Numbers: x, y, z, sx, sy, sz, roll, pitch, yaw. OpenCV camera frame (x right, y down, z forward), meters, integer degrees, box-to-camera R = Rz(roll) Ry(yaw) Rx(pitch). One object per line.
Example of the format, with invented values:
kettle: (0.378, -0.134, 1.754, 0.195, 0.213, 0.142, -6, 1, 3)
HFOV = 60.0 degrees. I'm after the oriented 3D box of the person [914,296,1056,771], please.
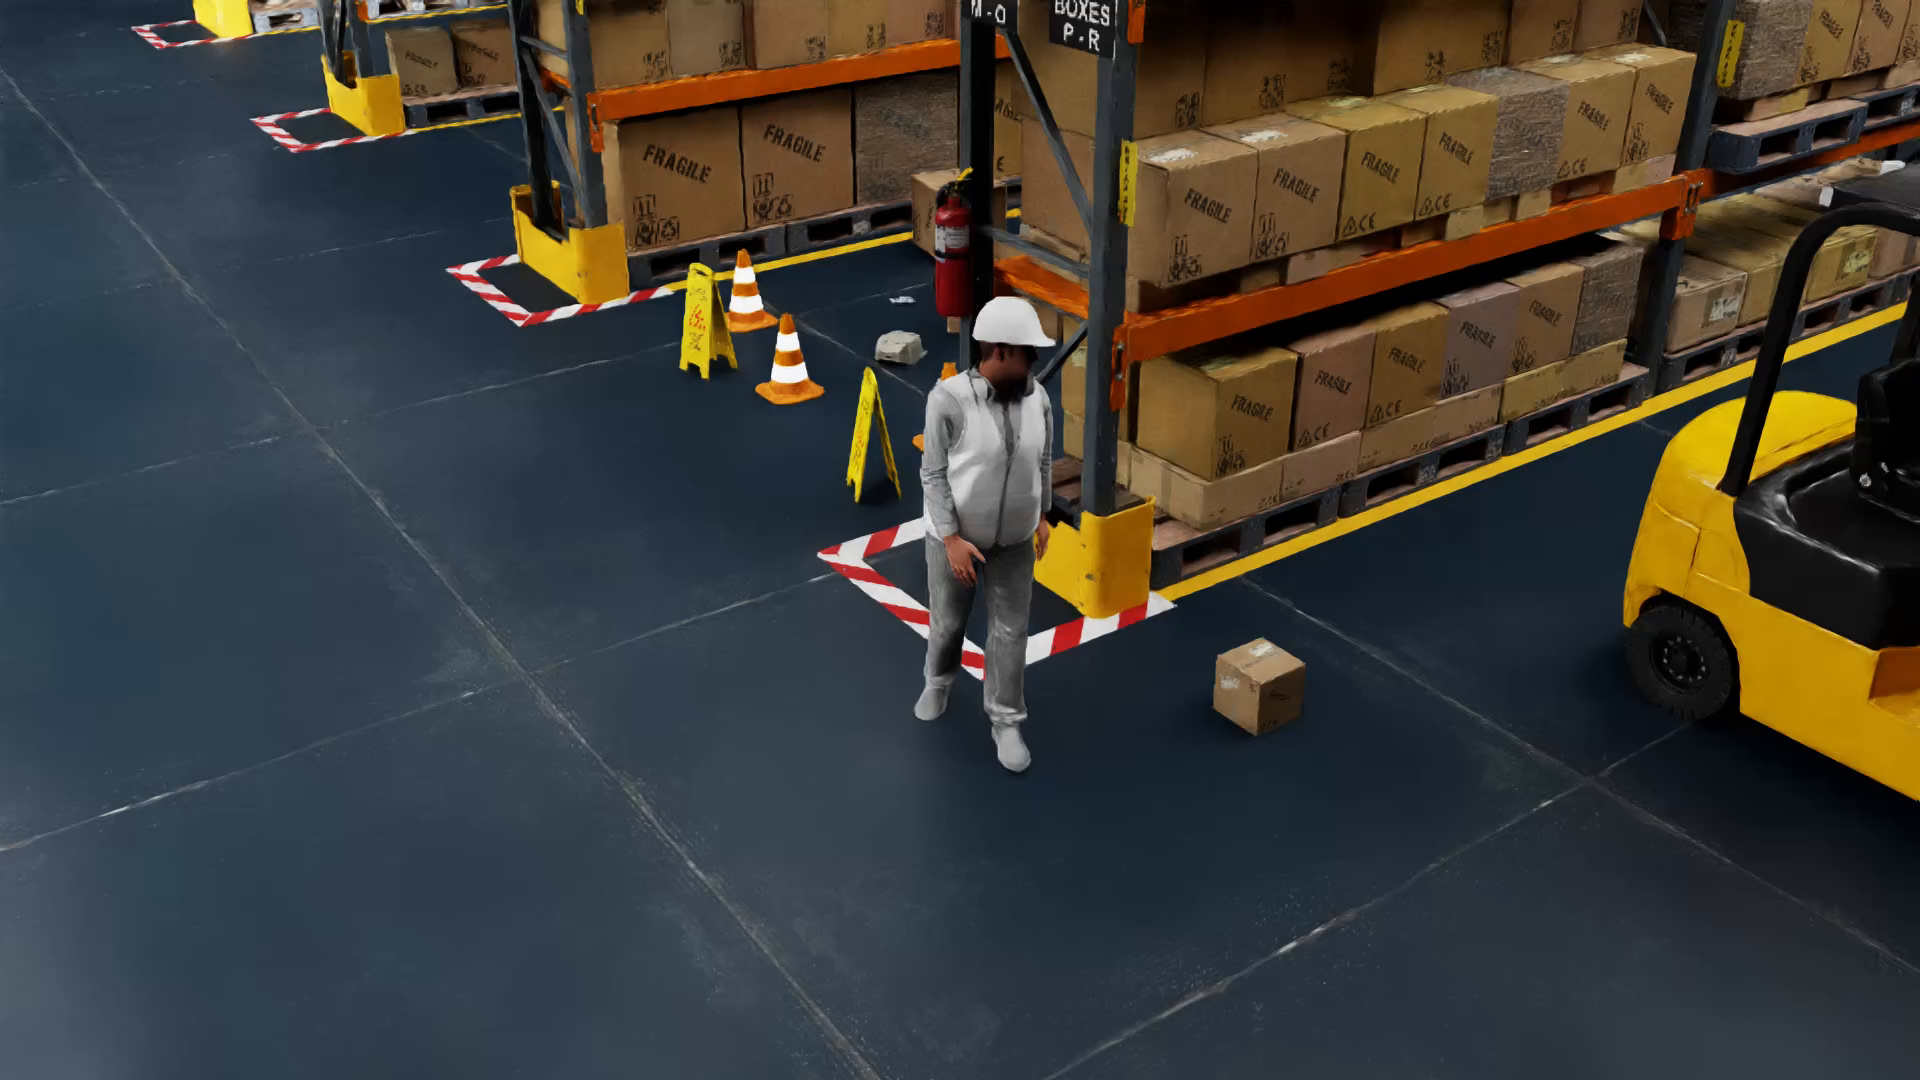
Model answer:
person: (0.109, -0.011, 6.166, 0.556, 1.832, 0.667, -9, 30, -16)
